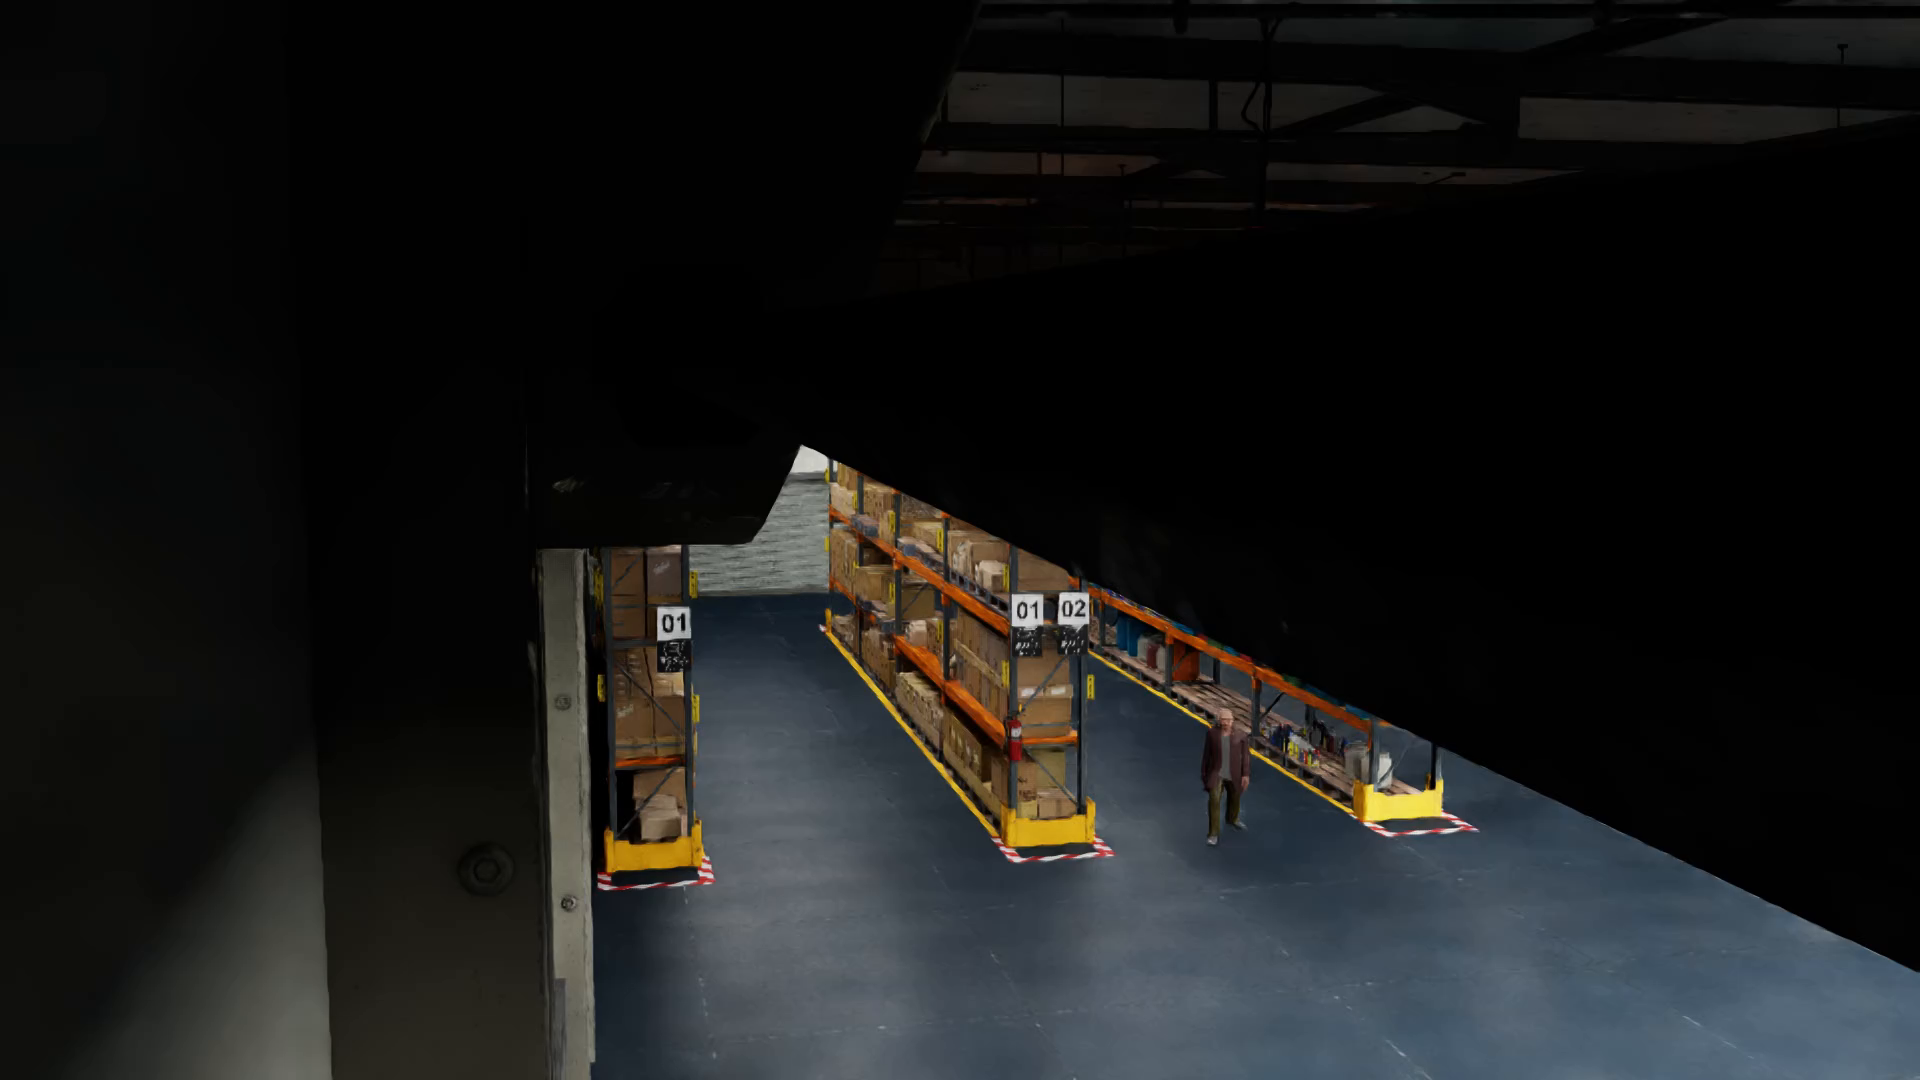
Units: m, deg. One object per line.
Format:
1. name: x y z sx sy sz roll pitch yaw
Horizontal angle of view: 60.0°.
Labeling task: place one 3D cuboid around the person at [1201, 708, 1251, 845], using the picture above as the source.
1. person: 3.387 2.969 21.197 0.634 1.722 1.045 1 7 7
